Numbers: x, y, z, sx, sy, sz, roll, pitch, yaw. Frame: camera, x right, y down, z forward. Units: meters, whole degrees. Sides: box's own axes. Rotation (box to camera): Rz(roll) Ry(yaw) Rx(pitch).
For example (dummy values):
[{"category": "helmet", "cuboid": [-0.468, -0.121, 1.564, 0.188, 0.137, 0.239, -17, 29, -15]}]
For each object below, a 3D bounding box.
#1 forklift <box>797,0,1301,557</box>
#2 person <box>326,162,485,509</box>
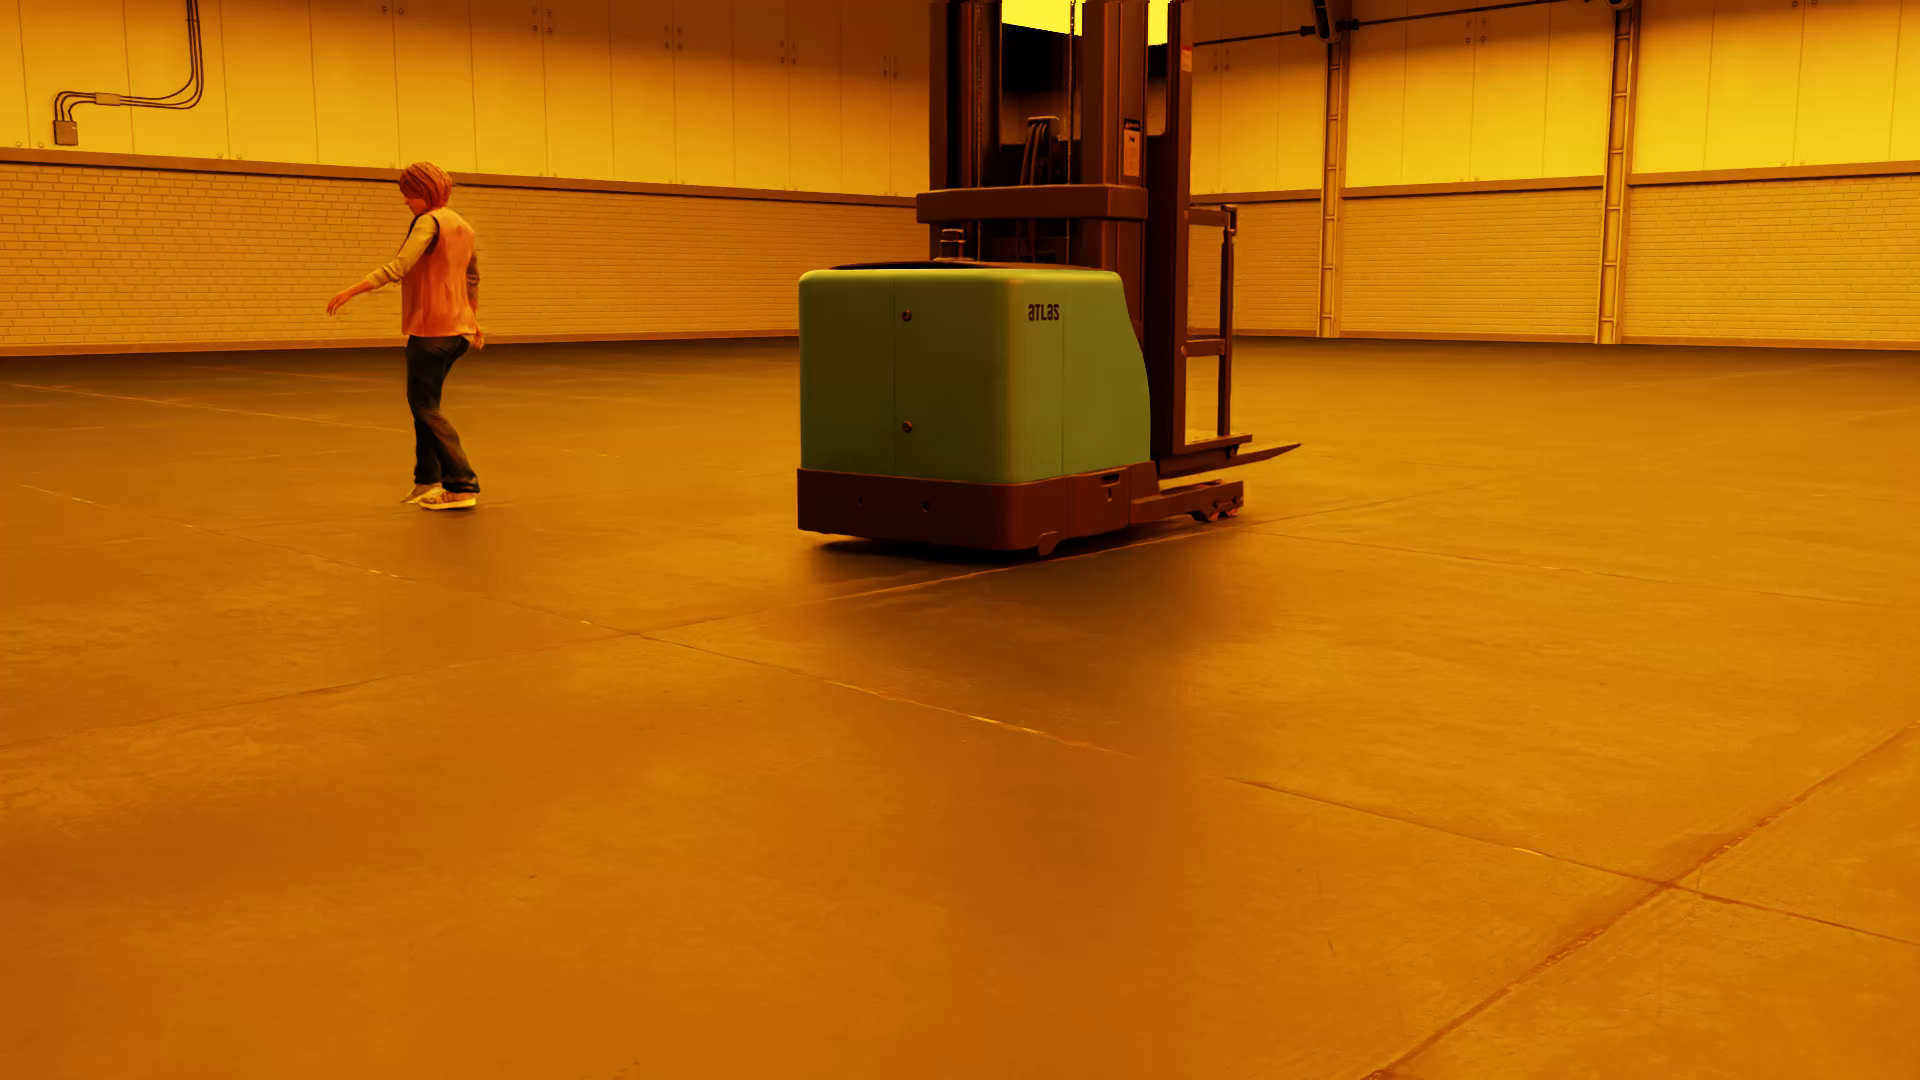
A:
[{"category": "forklift", "cuboid": [0.610, -1.564, 7.258, 1.130, 2.935, 3.031, 6, 10, 34]}, {"category": "person", "cuboid": [-2.457, -0.910, 7.658, 0.529, 1.607, 0.835, 2, 9, 14]}]
